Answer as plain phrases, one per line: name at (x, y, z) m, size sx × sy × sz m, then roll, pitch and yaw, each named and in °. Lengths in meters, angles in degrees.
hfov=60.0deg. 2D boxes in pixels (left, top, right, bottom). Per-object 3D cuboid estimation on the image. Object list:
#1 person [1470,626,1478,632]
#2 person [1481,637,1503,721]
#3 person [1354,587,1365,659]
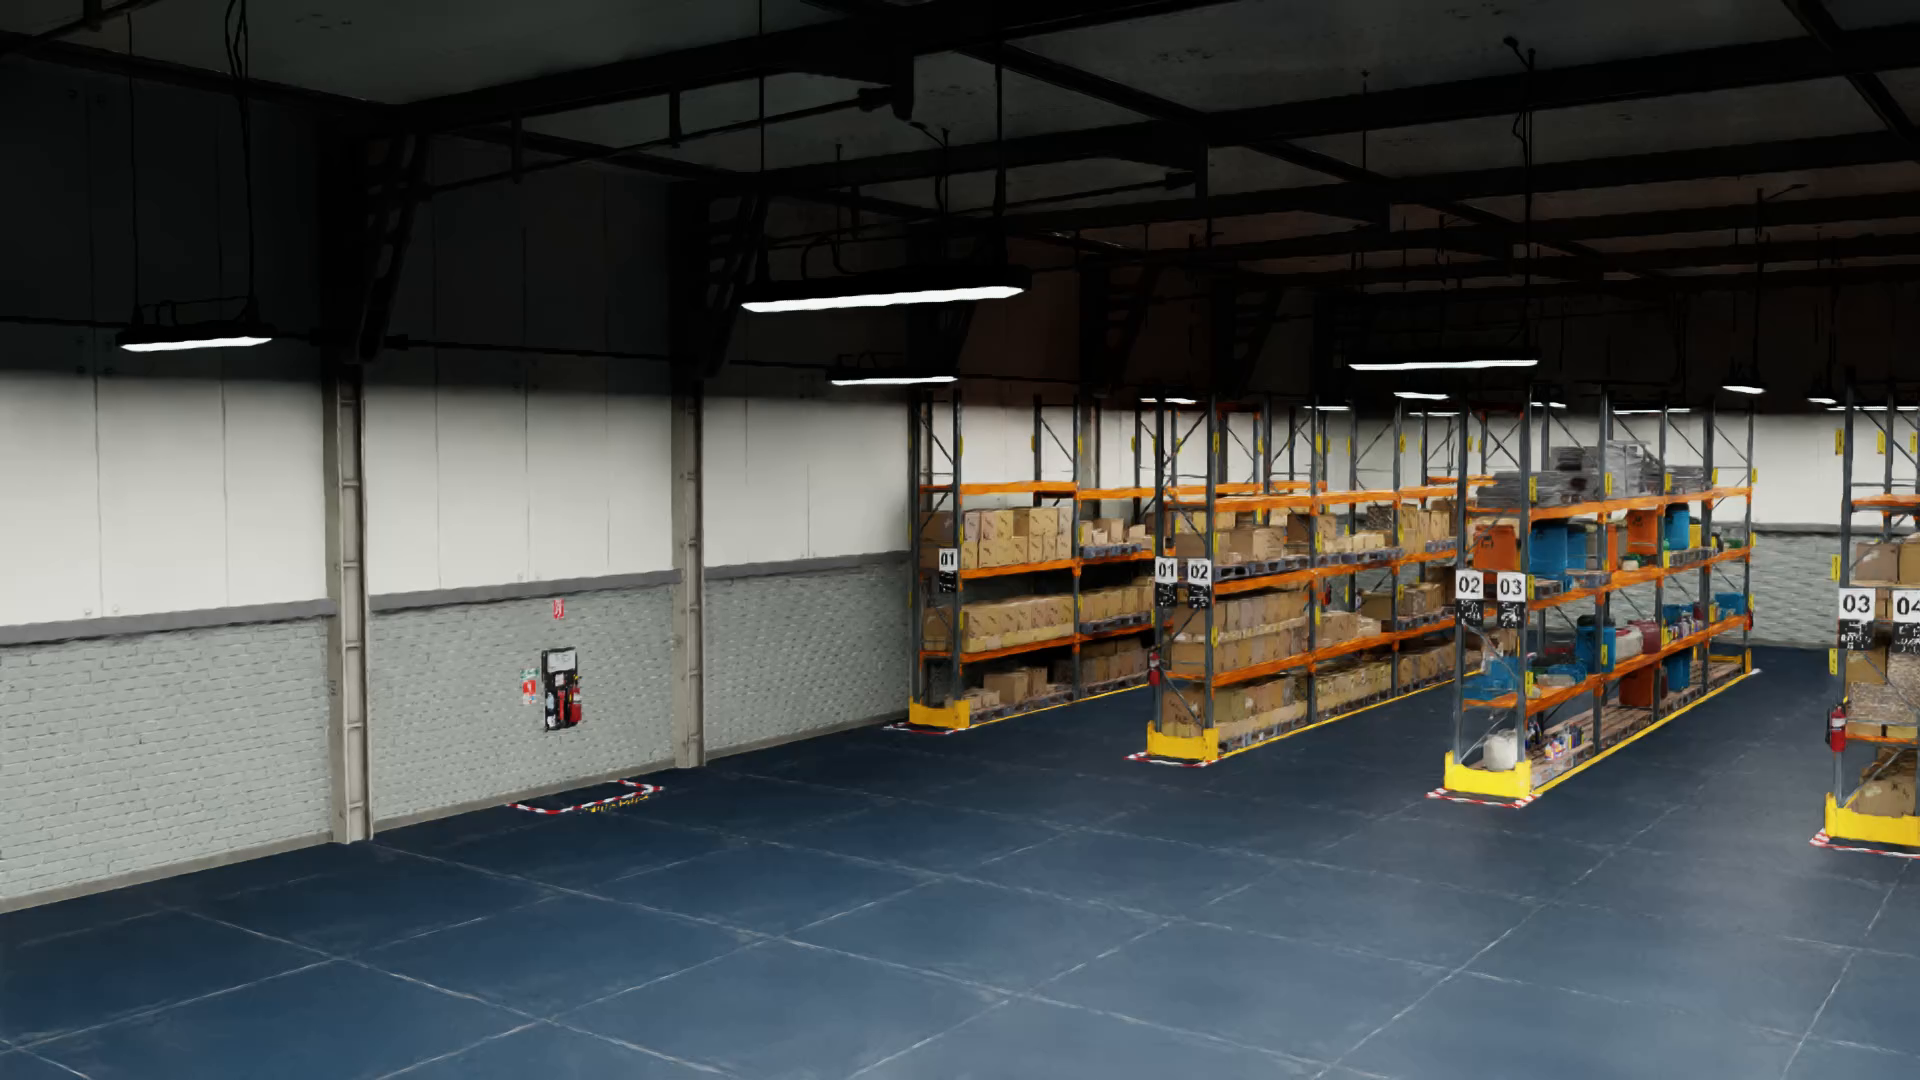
person at (12.796, 1.714, 41.877) m, size 0.771 × 1.769 × 0.580 m, roll -1°, pitch 3°, yaw -16°
person at (9.706, 2.509, 30.289) m, size 0.417 × 1.504 × 1.037 m, roll 3°, pitch 4°, yaw 38°
person at (9.443, 1.937, 39.121) m, size 0.447 × 1.657 × 0.578 m, roll 1°, pitch 3°, yaw 17°
